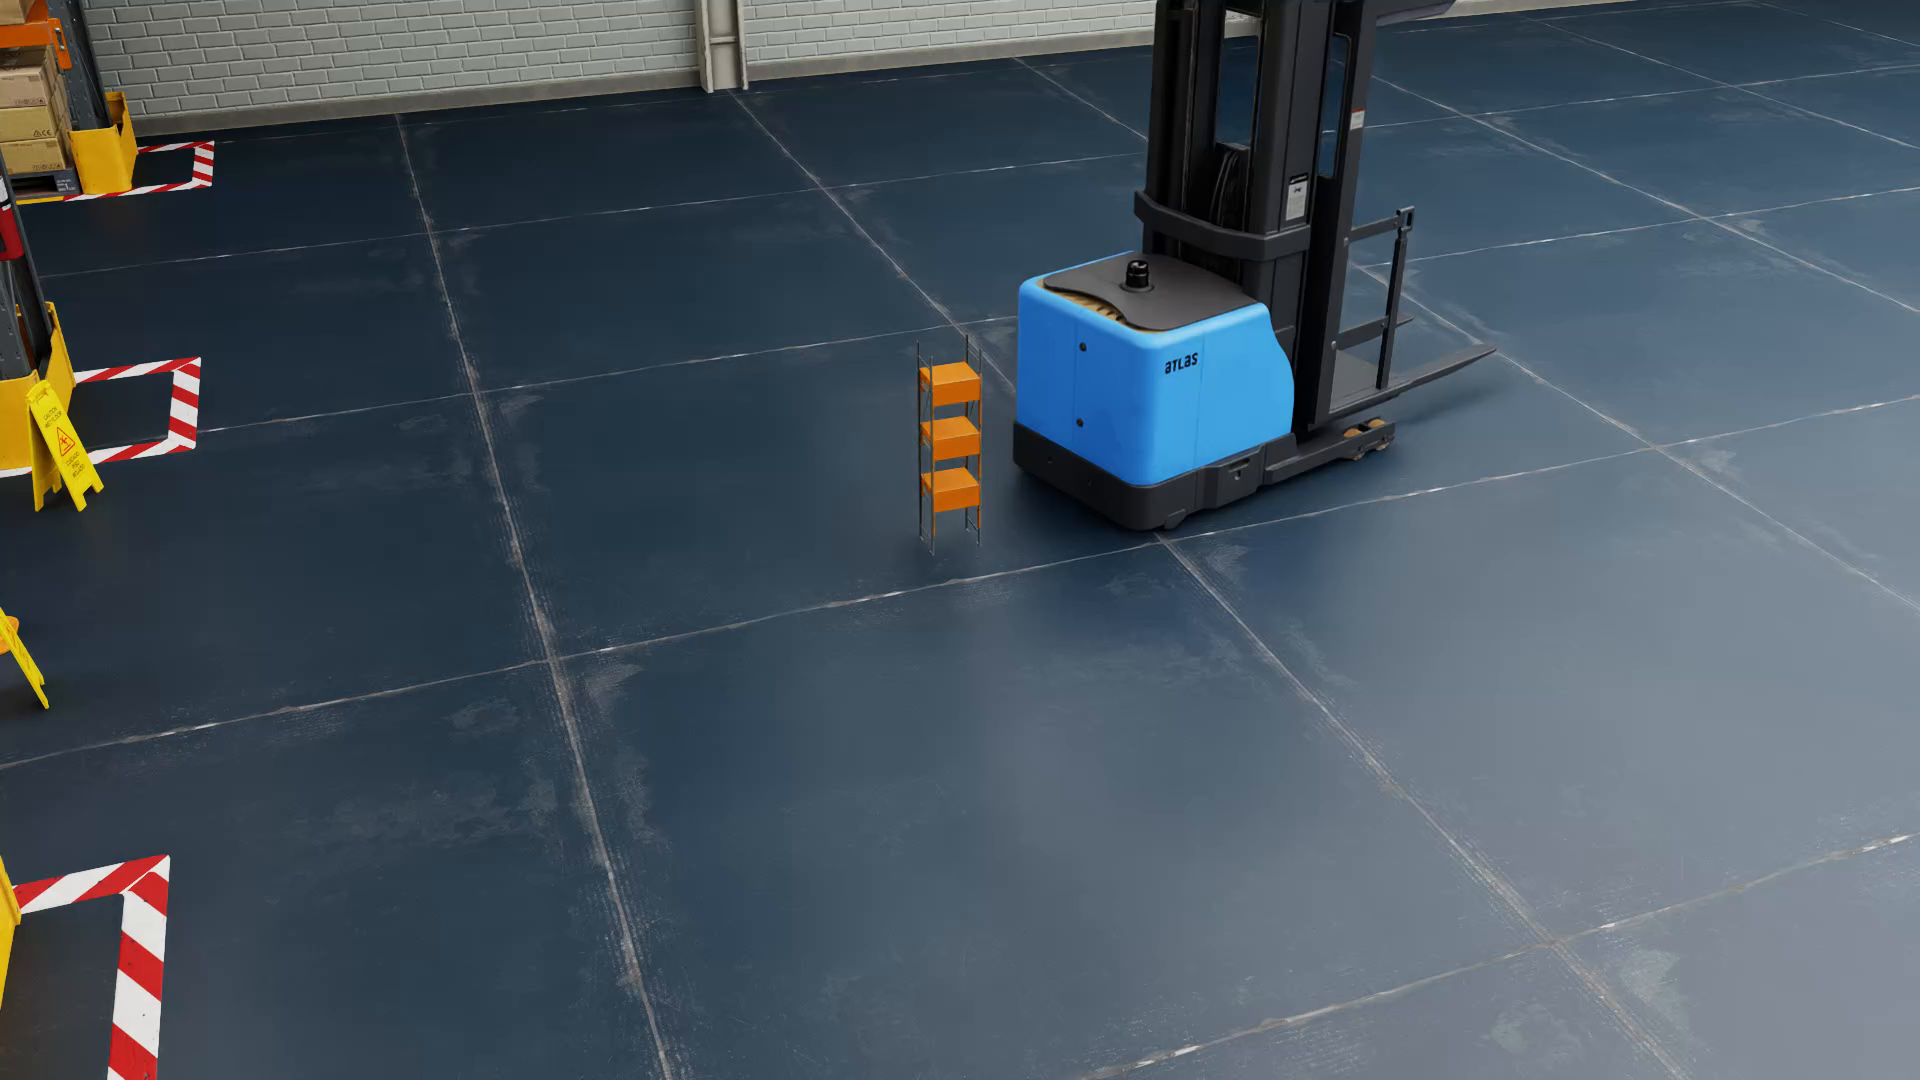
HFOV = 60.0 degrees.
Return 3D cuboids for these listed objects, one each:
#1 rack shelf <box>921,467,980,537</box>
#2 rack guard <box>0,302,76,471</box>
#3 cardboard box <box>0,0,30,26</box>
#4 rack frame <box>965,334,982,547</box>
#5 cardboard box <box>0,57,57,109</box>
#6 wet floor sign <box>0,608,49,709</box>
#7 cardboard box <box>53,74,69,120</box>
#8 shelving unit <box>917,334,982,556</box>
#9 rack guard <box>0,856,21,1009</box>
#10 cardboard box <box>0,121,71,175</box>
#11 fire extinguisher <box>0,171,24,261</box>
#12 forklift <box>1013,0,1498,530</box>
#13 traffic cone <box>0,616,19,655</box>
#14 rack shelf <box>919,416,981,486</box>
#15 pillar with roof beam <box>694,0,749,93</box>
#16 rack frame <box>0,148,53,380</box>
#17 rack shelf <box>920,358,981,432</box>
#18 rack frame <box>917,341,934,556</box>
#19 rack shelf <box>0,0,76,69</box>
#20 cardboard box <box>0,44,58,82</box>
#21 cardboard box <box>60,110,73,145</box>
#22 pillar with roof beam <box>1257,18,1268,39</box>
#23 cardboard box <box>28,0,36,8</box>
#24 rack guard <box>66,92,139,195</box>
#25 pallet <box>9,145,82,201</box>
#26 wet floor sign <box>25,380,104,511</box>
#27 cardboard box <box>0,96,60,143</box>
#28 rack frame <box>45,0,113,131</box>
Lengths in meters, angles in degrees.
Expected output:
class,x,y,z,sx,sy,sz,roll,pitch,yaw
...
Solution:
class,x,y,z,sx,sy,sz,roll,pitch,yaw
rack shelf,-0.050,-0.196,8.117,0.240,0.259,0.215,-10,31,-18
rack guard,-5.235,-0.878,9.287,0.348,0.500,1.175,-10,31,-18
cardboard box,-7.268,-4.117,12.344,0.500,0.500,0.500,-11,32,-19
rack frame,0.064,-0.468,8.011,0.008,1.050,0.200,-10,31,-18
cardboard box,-7.221,-3.478,12.668,0.500,0.250,0.500,-9,31,-16
wet floor sign,-4.007,0.401,6.895,0.232,0.644,0.267,-16,33,-26
cardboard box,-7.411,-3.500,13.212,0.500,0.250,0.500,-10,31,-17
shelving unit,-0.050,-0.447,7.974,0.252,1.050,0.215,-10,31,-18
rack guard,-3.321,1.383,5.317,0.348,0.500,1.175,-10,31,-18
cardboard box,-7.229,-3.040,12.909,0.500,0.250,0.500,-10,31,-17
fire extinguisher,-4.896,-1.750,8.370,0.183,0.674,0.296,-10,31,-18
forklift,1.762,-1.896,8.616,3.031,2.935,1.130,-21,36,-32
traffic cone,-4.411,0.254,7.337,0.334,0.463,0.336,-10,31,-18
rack shelf,-0.050,-0.438,7.979,0.240,0.259,0.215,-10,31,-18
pillar with roof beam,-0.741,-6.223,10.082,0.400,9.000,9.100,-10,31,-18
rack frame,-5.164,-1.978,8.691,0.127,3.000,1.000,-10,31,-18
rack shelf,-0.050,-0.684,7.839,0.240,0.259,0.215,-10,31,-18
rack frame,-0.164,-0.426,7.937,0.008,1.050,0.200,-10,31,-18
rack shelf,-8.773,-3.622,12.304,4.000,0.370,1.077,-10,31,-18
cardboard box,-7.415,-3.707,13.070,0.500,0.250,0.500,-11,31,-18
cardboard box,-7.427,-3.274,13.319,0.500,0.250,0.500,-10,31,-17
pillar with roof beam,4.883,-7.259,11.900,0.400,9.000,9.100,-10,31,-18
cardboard box,-7.459,-4.367,12.783,0.500,0.500,0.500,-9,31,-16
rack guard,-6.876,-3.198,13.358,0.348,0.500,1.175,-10,31,-18
pallet,-7.600,-2.917,13.157,1.213,0.211,1.003,-10,31,-18
wet floor sign,-4.613,-0.491,8.460,0.232,0.644,0.267,0,30,0
cardboard box,-7.245,-3.256,12.783,0.500,0.250,0.500,-11,31,-18
rack frame,-6.898,-4.280,12.732,0.127,3.000,1.000,-10,31,-18
